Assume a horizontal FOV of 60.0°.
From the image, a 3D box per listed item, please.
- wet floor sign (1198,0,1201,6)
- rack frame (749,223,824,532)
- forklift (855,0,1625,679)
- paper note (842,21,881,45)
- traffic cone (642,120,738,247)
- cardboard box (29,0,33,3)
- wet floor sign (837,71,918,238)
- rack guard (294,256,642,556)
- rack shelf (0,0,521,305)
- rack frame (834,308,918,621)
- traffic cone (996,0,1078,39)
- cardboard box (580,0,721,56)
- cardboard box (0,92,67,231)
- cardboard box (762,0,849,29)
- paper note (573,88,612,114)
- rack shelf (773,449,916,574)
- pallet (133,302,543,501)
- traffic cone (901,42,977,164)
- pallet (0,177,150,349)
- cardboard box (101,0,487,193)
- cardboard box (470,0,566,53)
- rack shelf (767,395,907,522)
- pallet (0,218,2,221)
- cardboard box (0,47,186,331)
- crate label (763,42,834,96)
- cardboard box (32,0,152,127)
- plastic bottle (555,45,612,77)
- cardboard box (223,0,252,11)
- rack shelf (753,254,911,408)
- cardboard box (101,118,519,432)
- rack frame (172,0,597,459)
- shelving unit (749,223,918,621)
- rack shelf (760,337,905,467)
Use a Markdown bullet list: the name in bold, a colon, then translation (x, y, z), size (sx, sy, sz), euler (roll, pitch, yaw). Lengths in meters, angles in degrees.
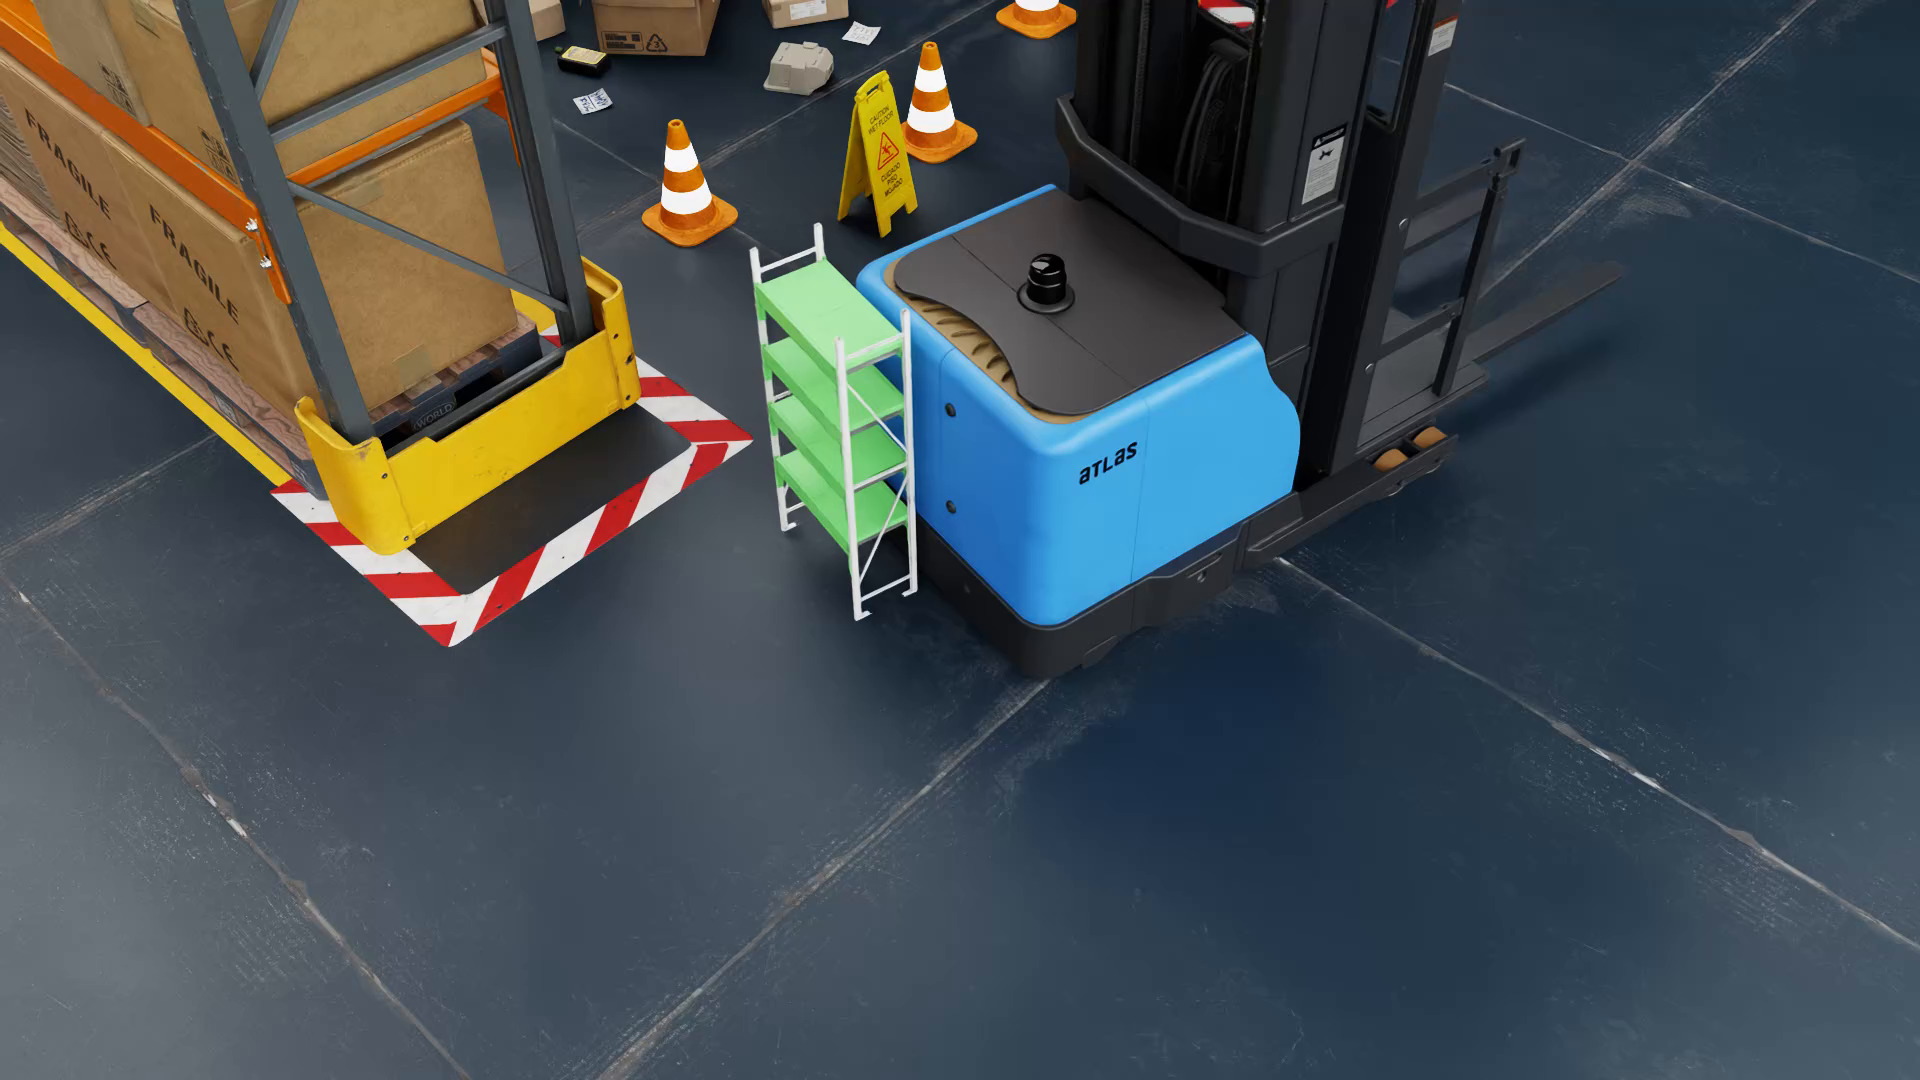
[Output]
- **wet floor sign**: translation (0.984, -2.592, 7.741), size (0.267, 0.644, 0.232), euler (-21, 50, -18)
- **rack frame**: translation (-0.518, -0.491, 5.388), size (0.240, 1.200, 0.015), euler (-26, 52, -22)
- **forklift**: translation (1.155, -1.445, 5.096), size (3.031, 2.935, 1.130), euler (-28, 53, -24)
- **paper note**: translation (-0.475, -2.450, 8.029), size (0.142, 0.019, 0.148), euler (17, 49, 15)
- **traffic cone**: translation (-1.140, -1.518, 6.858), size (0.334, 0.463, 0.336), euler (34, 55, 28)
- **cardboard box**: translation (-2.762, -2.178, 5.635), size (0.550, 0.550, 0.875), euler (34, 55, 28)
- **wet floor sign**: translation (-0.349, -1.604, 6.813), size (0.232, 0.644, 0.267), euler (25, 52, 22)
- **rack guard**: translation (-1.695, -0.496, 5.873), size (0.348, 0.500, 1.175), euler (34, 55, 28)
- **rack shelf**: translation (-3.183, -2.106, 6.163), size (4.000, 0.370, 1.077), euler (34, 55, 28)
- **rack frame**: translation (-0.247, -0.196, 5.111), size (0.240, 1.200, 0.015), euler (-26, 52, -22)
- **traffic cone**: translation (0.379, -2.718, 7.985), size (0.334, 0.463, 0.336), euler (34, 55, 28)
- **cardboard box**: translation (-1.438, -2.723, 7.962), size (0.637, 0.503, 0.797), euler (2, 47, 2)
- **cardboard box**: translation (-3.573, -1.966, 6.707), size (0.875, 0.875, 0.875), euler (34, 56, 28)
- **cardboard box**: translation (-0.763, -2.655, 8.141), size (0.380, 0.149, 0.250), euler (-13, 48, -12)
- **paper note**: translation (-1.683, -2.011, 7.618), size (0.144, 0.017, 0.142), euler (-21, 50, -18)
- **rack shelf**: translation (-0.382, -0.135, 5.471), size (0.258, 0.148, 0.480), euler (-26, 52, -22)
- **pallet**: translation (-2.354, -0.762, 6.321), size (1.213, 0.211, 1.003), euler (34, 55, 28)
- **traffic cone**: translation (-0.124, -1.956, 7.269), size (0.334, 0.463, 0.336), euler (34, 55, 28)
- **pallet**: translation (-3.246, -1.366, 6.888), size (1.213, 0.211, 1.003), euler (34, 55, 28)
- **cardboard box**: translation (-2.016, -1.574, 5.067), size (0.550, 0.550, 0.875), euler (34, 55, 28)
- **cardboard box**: translation (-2.140, -2.542, 7.955), size (0.396, 0.266, 0.258), euler (-29, 53, -25)
- **rack shelf**: translation (-0.382, -0.300, 5.296), size (0.258, 0.148, 0.480), euler (-26, 52, -22)
- **pallet**: translation (-4.147, -1.969, 7.454), size (1.213, 0.211, 1.003), euler (34, 55, 28)
- **cardboard box**: translation (-2.904, -1.514, 6.283), size (0.875, 0.875, 0.875), euler (33, 55, 27)
- **crate label**: translation (-0.744, -2.200, 7.721), size (0.298, 0.136, 0.250), euler (9, 48, 9)
- **cardboard box**: translation (-2.435, -1.834, 5.312), size (0.550, 0.550, 0.875), euler (34, 55, 28)
- **plastic bottle**: translation (-1.798, -2.262, 7.832), size (0.283, 0.061, 0.133), euler (17, 49, 15)
- **cardboard box**: translation (-1.959, -1.989, 4.716), size (0.550, 0.550, 0.875), euler (34, 55, 28)
- **rack shelf**: translation (-0.382, -0.628, 4.946), size (0.258, 0.148, 0.480), euler (-26, 52, -22)
- **cardboard box**: translation (-2.256, -1.080, 5.876), size (0.875, 0.875, 0.875), euler (34, 56, 28)
- **rack frame**: translation (-1.713, -1.364, 4.973), size (0.127, 3.000, 1.000), euler (34, 55, 28)
- **shelving unit**: translation (-0.382, -0.343, 5.249), size (0.258, 1.200, 0.503), euler (-26, 52, -22)
- **rack shelf**: translation (-0.382, -0.464, 5.121), size (0.258, 0.148, 0.480), euler (-26, 52, -22)
